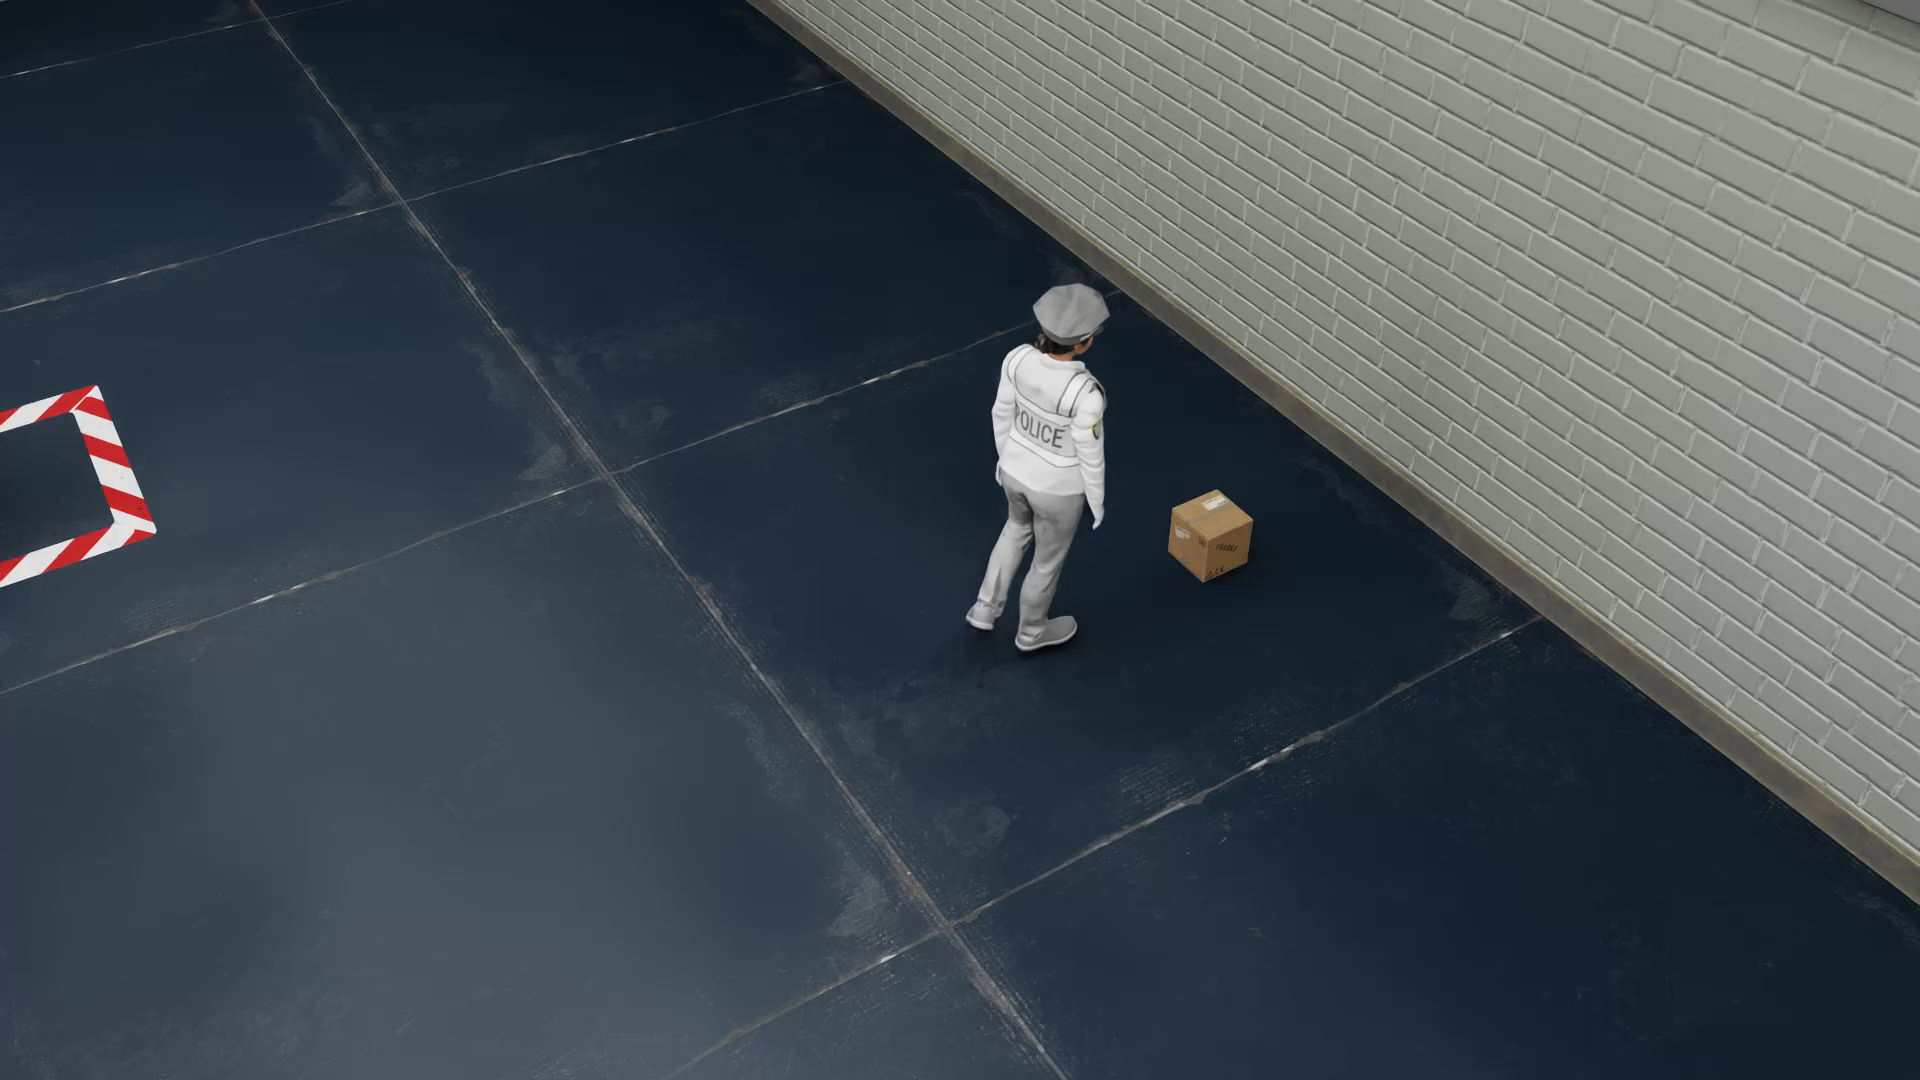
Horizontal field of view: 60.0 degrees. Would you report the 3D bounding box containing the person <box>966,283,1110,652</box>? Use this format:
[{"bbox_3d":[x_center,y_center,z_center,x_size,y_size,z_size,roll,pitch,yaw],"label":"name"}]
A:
[{"bbox_3d":[0.299,-0.211,6.362,0.434,1.659,0.512,-32,50,-31],"label":"person"}]
